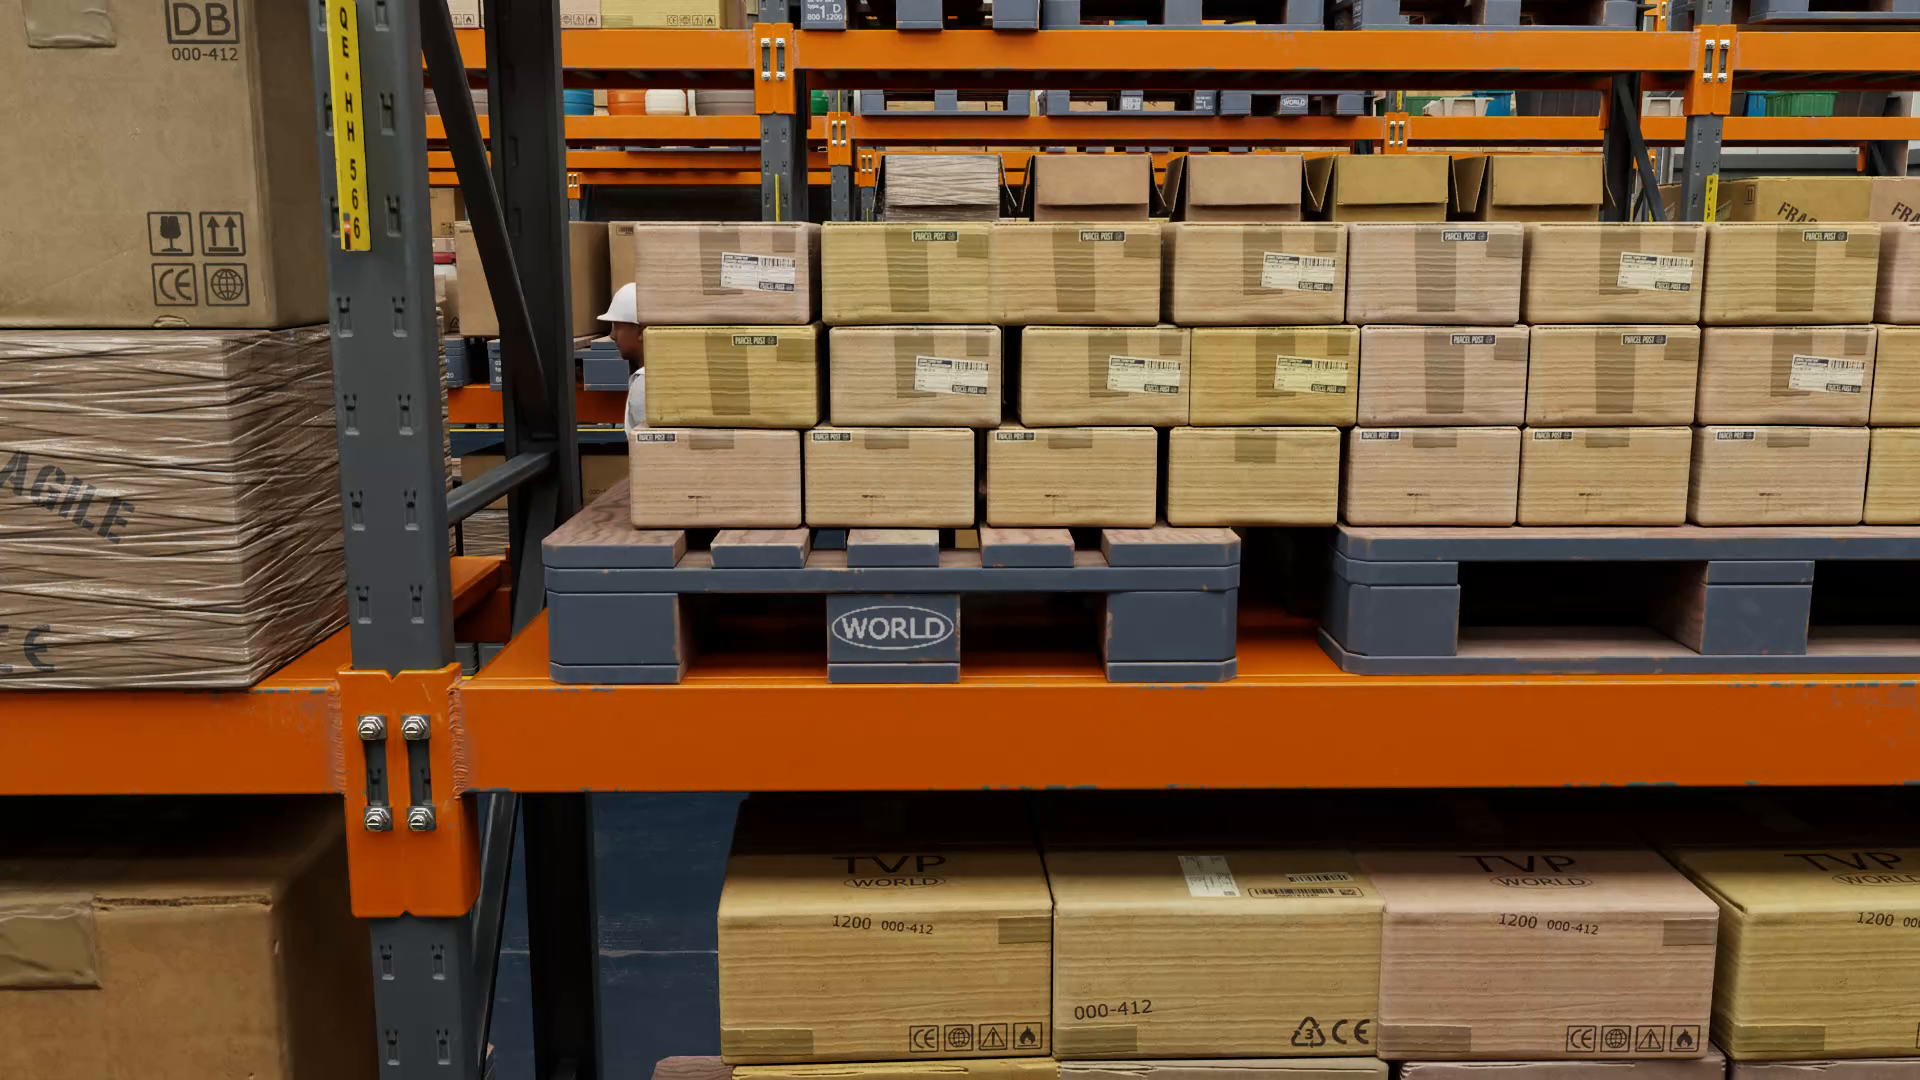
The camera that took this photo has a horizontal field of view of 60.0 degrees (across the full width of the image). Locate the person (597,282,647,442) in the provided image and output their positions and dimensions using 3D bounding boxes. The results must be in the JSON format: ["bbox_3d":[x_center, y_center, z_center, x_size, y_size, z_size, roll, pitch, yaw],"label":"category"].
[{"bbox_3d":[-1.131,-0.087,6.358,0.443,1.775,0.631,1,10,6],"label":"person"}]
